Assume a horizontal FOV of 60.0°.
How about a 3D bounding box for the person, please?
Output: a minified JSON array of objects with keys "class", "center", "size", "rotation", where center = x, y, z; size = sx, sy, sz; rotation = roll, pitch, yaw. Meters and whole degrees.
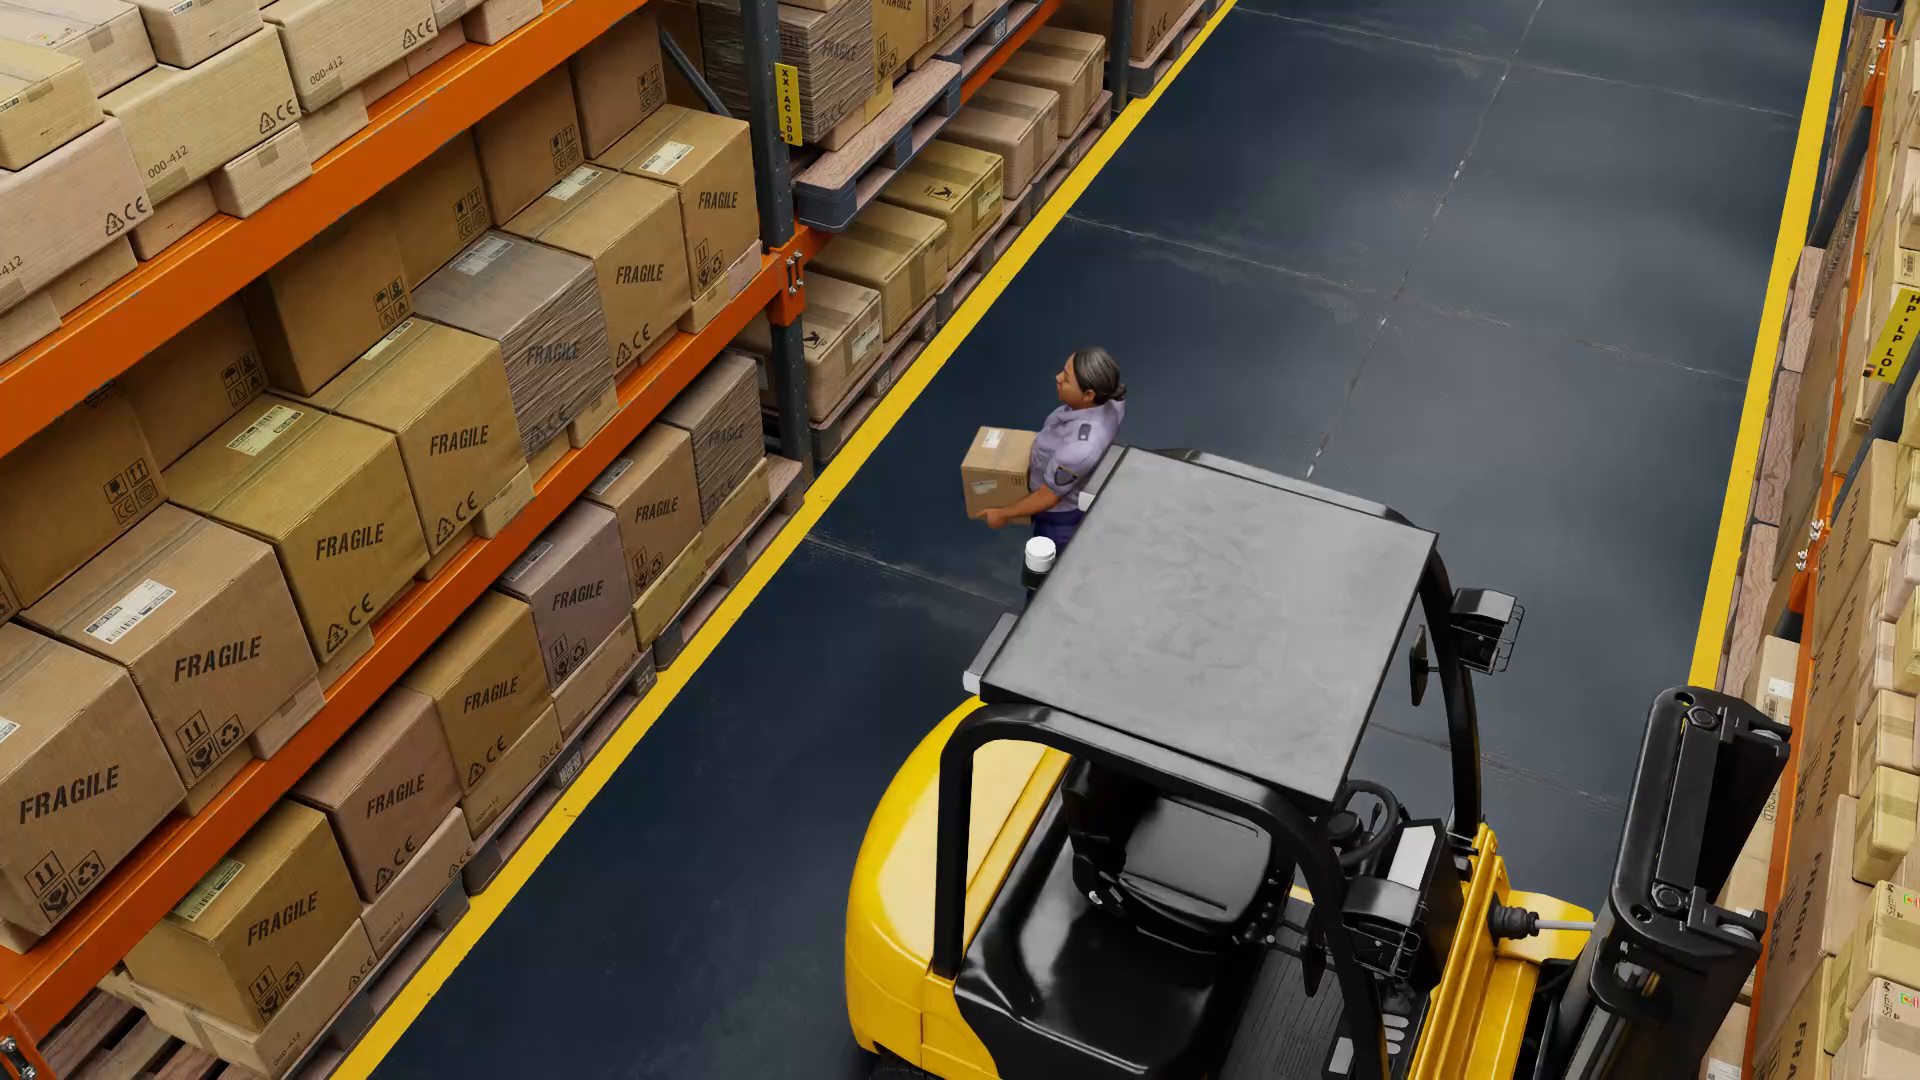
[{"class":"person","center":[0.344,-0.073,6.259],"size":[0.516,1.643,0.451],"rotation":[12,44,13]}]
